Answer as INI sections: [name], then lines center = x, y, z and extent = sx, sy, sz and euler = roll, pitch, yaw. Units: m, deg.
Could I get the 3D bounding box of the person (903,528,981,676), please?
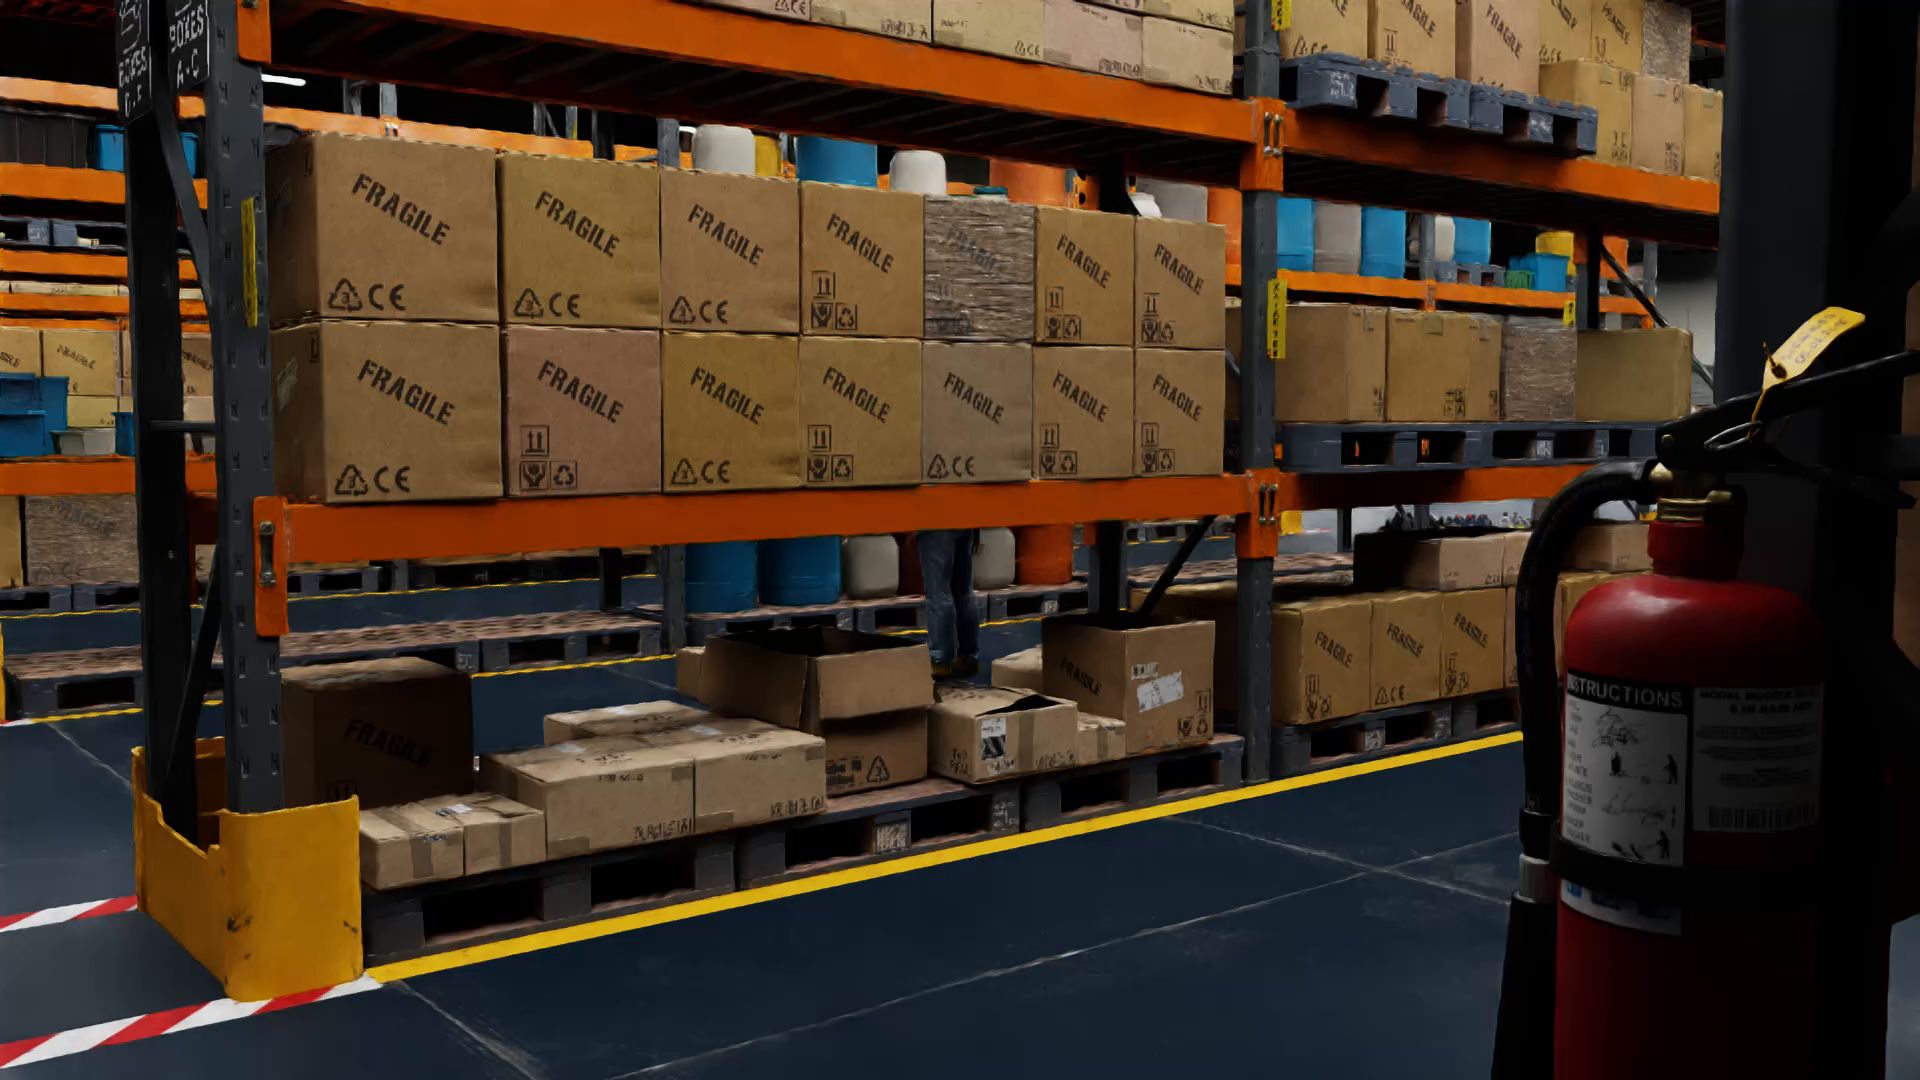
[person]
center = -10.906, -4.102, 15.189
extent = 24.741, 9.000, 3.290
euler = 3, 5, 33
